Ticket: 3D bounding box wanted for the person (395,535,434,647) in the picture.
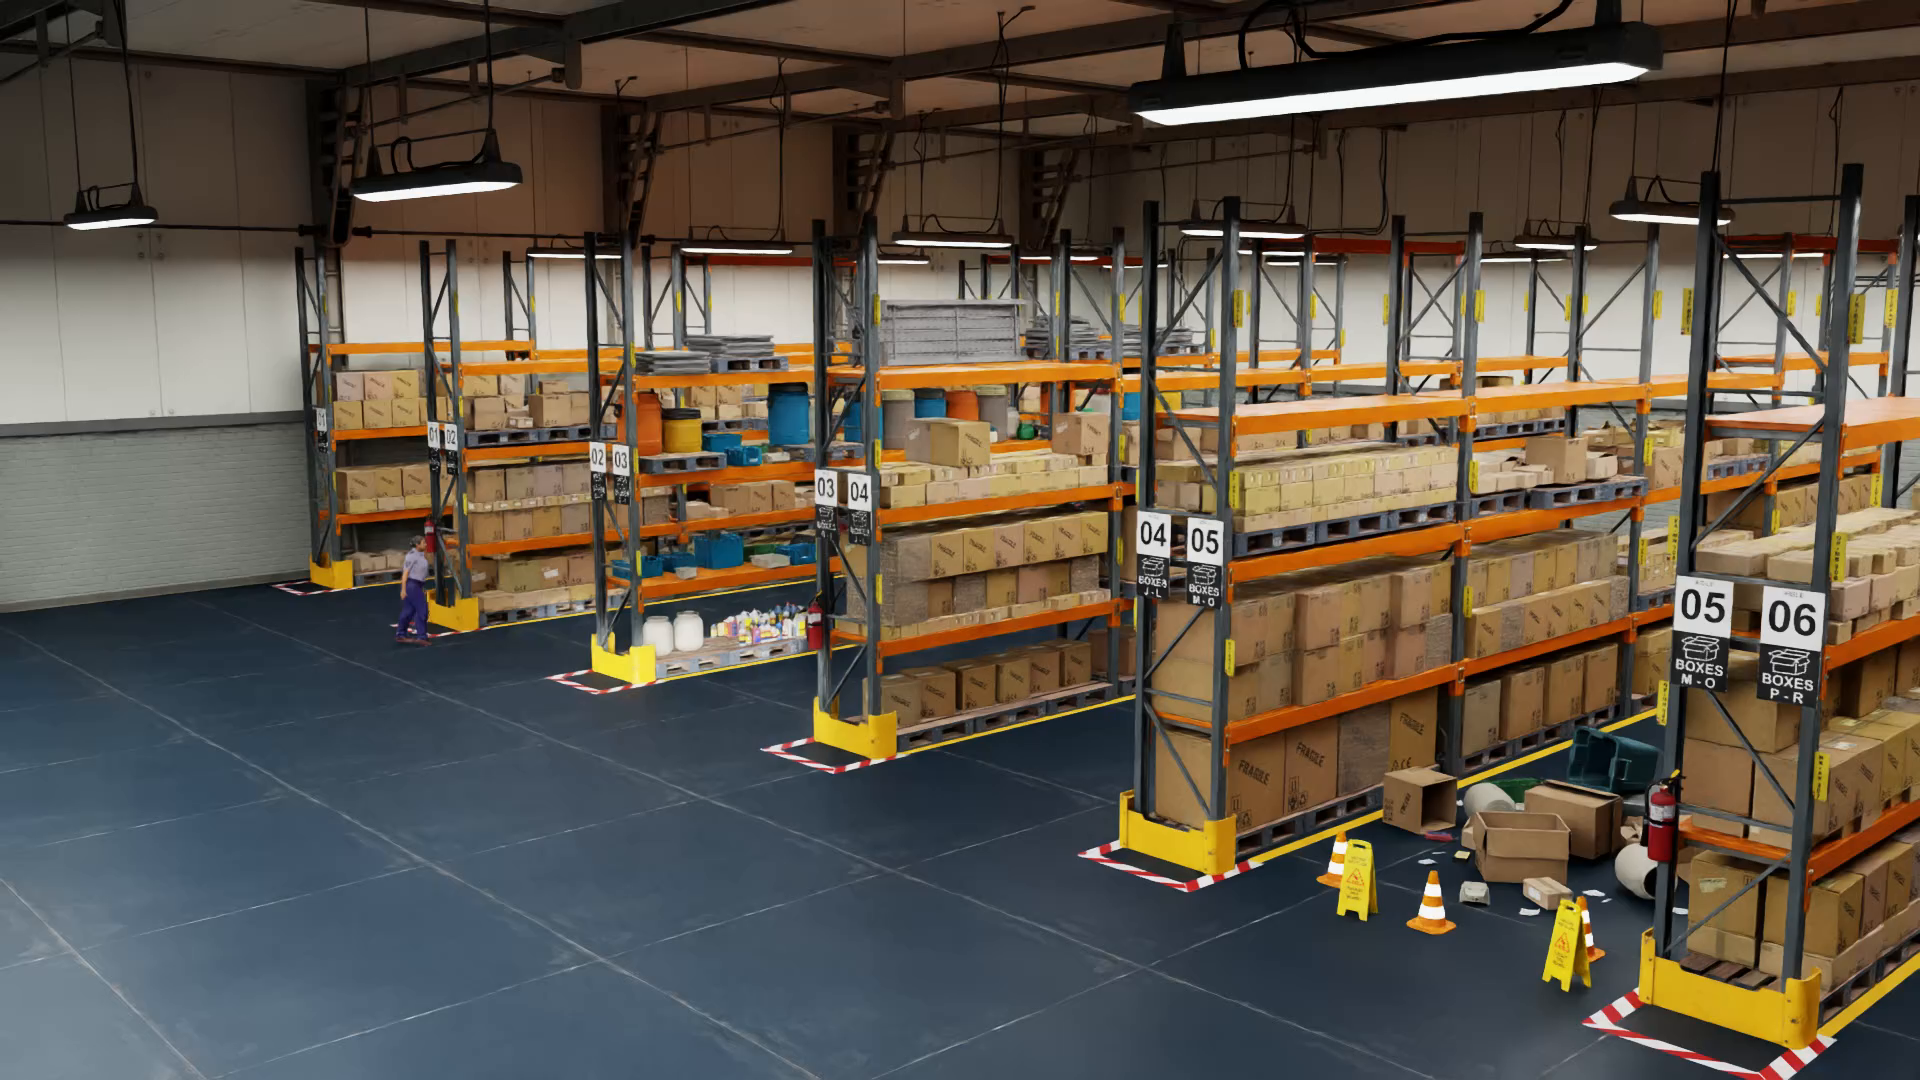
[{"bbox_3d":[-8.144,0.761,24.764,0.611,1.684,0.506,-1,8,-8],"label":"person"}]
